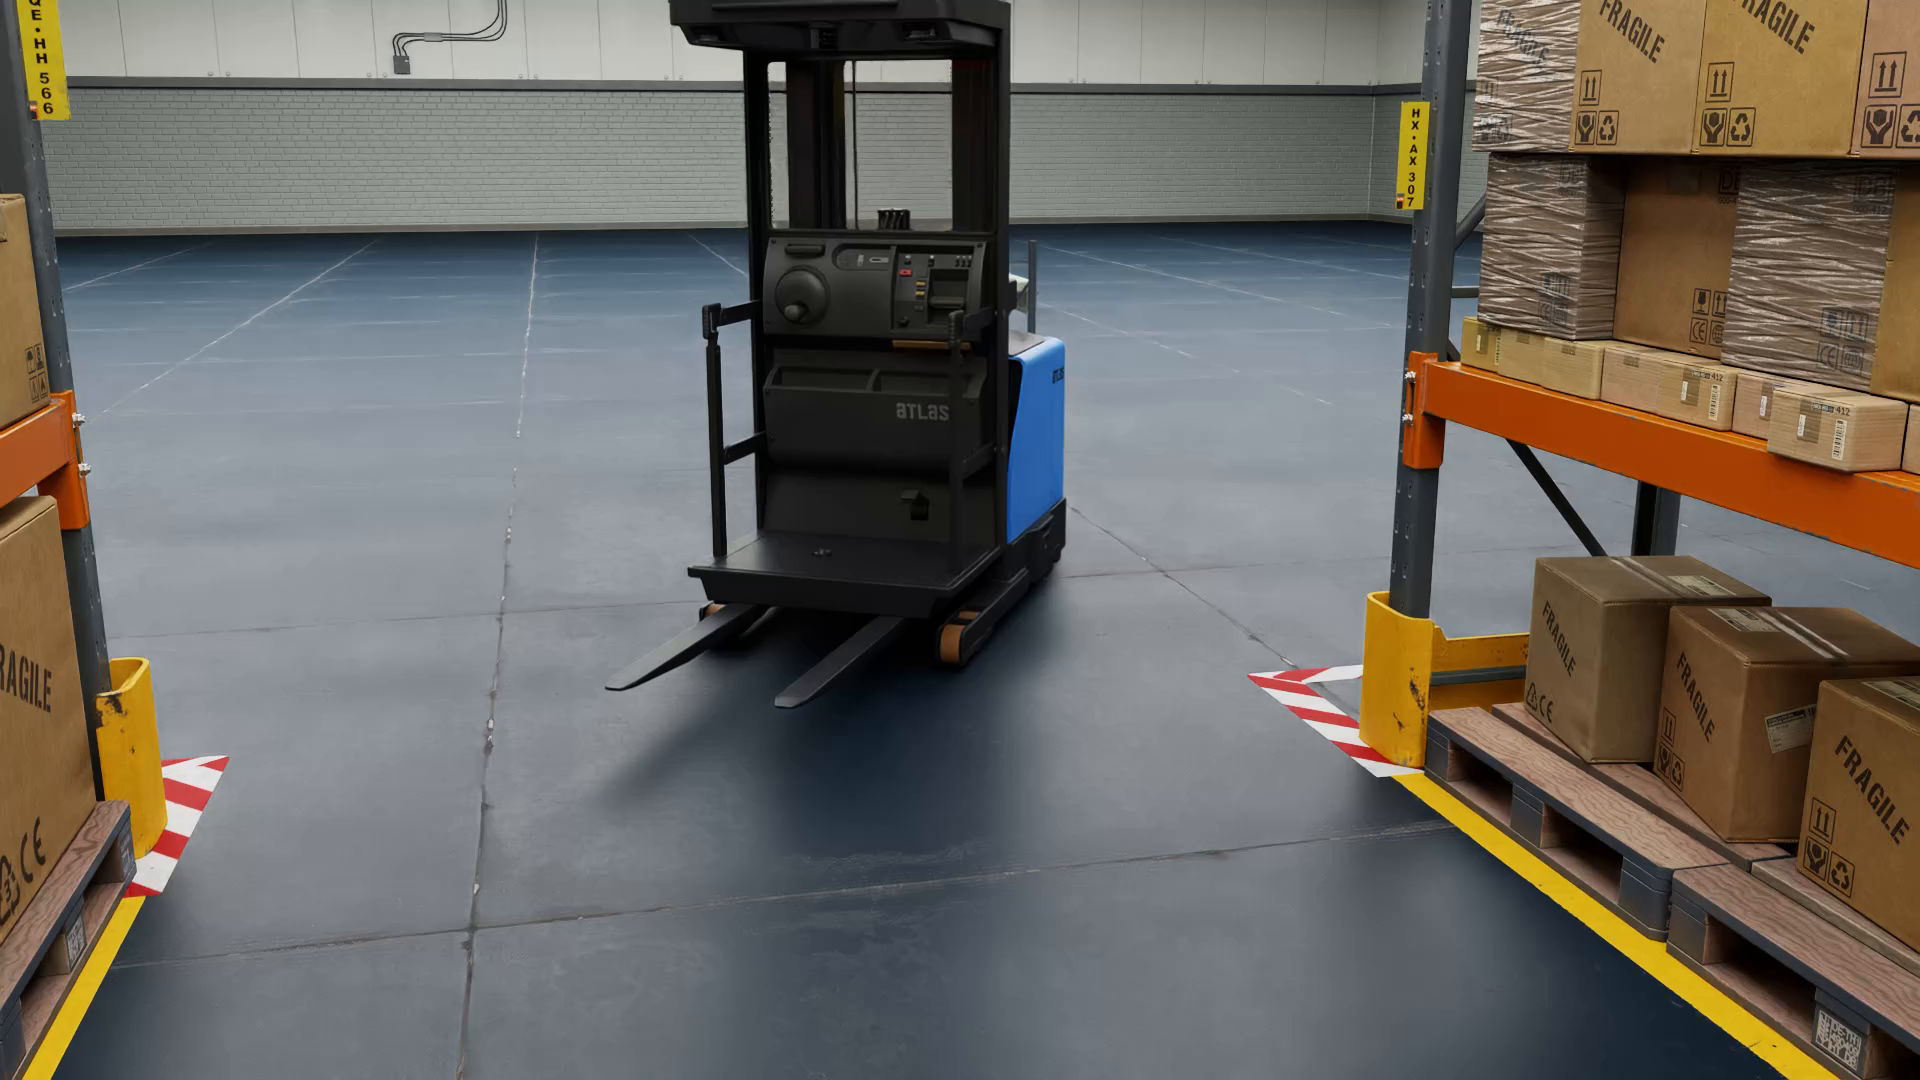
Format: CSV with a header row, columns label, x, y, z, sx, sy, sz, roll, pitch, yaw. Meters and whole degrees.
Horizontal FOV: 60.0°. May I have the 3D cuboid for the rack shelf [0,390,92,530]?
label,x,y,z,sx,sy,sz,roll,pitch,yaw
rack shelf,-2.438,0.260,2.557,1.077,0.370,4.000,-3,14,-13

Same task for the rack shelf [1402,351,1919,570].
label,x,y,z,sx,sy,sz,roll,pitch,yaw
rack shelf,2.407,0.007,3.593,1.077,0.370,4.000,-3,14,-13

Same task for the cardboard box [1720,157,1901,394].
label,x,y,z,sx,sy,sz,roll,pitch,yaw
cardboard box,2.349,-0.642,3.897,0.875,0.500,0.500,-3,14,-13

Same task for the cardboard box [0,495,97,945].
label,x,y,z,sx,sy,sz,roll,pitch,yaw
cardboard box,-2.684,0.430,3.937,0.875,0.875,0.875,-3,14,-13

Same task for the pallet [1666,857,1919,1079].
label,x,y,z,sx,sy,sz,roll,pitch,yaw
pallet,2.395,1.039,3.730,1.003,0.211,1.213,-3,14,-13

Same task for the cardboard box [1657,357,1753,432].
label,x,y,z,sx,sy,sz,roll,pitch,yaw
cardboard box,1.987,-0.371,4.153,0.380,0.149,0.250,-3,14,-13

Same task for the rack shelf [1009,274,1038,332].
label,x,y,z,sx,sy,sz,roll,pitch,yaw
rack shelf,0.090,-1.176,8.438,0.431,0.370,0.720,-3,14,-13

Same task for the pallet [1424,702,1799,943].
label,x,y,z,sx,sy,sz,roll,pitch,yaw
pallet,2.112,0.758,4.880,1.003,0.211,1.213,-3,14,-13

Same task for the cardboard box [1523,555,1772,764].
label,x,y,z,sx,sy,sz,roll,pitch,yaw
cardboard box,2.068,0.352,5.049,0.500,0.500,0.500,-1,14,-3

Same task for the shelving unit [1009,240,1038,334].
label,x,y,z,sx,sy,sz,roll,pitch,yaw
shelving unit,0.090,-0.797,8.530,0.431,1.500,0.755,-3,14,-13

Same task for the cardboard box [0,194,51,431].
label,x,y,z,sx,sy,sz,roll,pitch,yaw
cardboard box,-2.776,-0.540,4.002,0.875,0.550,0.550,-3,14,-13

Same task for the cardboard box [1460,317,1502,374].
label,x,y,z,sx,sy,sz,roll,pitch,yaw
cardboard box,1.773,-0.603,5.102,0.380,0.149,0.250,-3,14,-13

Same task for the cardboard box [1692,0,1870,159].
label,x,y,z,sx,sy,sz,roll,pitch,yaw
cardboard box,2.031,-1.109,3.703,0.500,0.500,0.500,-3,14,-13

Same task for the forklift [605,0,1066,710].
label,x,y,z,sx,sy,sz,roll,pitch,yaw
forklift,-0.411,-1.039,6.504,1.130,2.935,3.031,4,14,17

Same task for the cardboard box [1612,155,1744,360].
label,x,y,z,sx,sy,sz,roll,pitch,yaw
cardboard box,2.274,-0.760,4.378,0.875,0.500,0.500,-3,14,-13

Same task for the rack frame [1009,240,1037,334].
label,x,y,z,sx,sy,sz,roll,pitch,yaw
rack frame,0.173,-0.713,8.184,0.400,1.500,0.023,-3,14,-13

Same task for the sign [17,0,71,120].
label,x,y,z,sx,sy,sz,roll,pitch,yaw
sign,-2.377,-1.255,4.305,0.100,0.325,0.005,-3,14,-13

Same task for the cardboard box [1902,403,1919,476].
label,x,y,z,sx,sy,sz,roll,pitch,yaw
cardboard box,2.218,-0.201,3.458,0.380,0.149,0.250,-3,14,-13

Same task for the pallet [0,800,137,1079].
label,x,y,z,sx,sy,sz,roll,pitch,yaw
pallet,-2.644,0.984,3.954,1.003,0.211,1.213,-3,14,-13

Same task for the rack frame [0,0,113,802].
label,x,y,z,sx,sy,sz,roll,pitch,yaw
rack frame,-2.908,-0.550,4.360,1.000,3.000,0.127,-3,14,-13

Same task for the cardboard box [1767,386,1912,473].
label,x,y,z,sx,sy,sz,roll,pitch,yaw
cardboard box,2.031,-0.251,3.664,0.380,0.149,0.250,-3,14,-13

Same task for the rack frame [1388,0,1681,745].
label,x,y,z,sx,sy,sz,roll,pitch,yaw
rack frame,1.937,-0.804,5.396,1.000,3.000,0.127,-3,14,-13

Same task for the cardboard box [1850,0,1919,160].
label,x,y,z,sx,sy,sz,roll,pitch,yaw
cardboard box,2.154,-0.994,3.232,0.500,0.500,0.500,-3,14,-13

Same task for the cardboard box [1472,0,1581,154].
label,x,y,z,sx,sy,sz,roll,pitch,yaw
cardboard box,1.802,-1.340,4.649,0.500,0.500,0.500,-3,14,-13

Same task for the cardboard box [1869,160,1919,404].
label,x,y,z,sx,sy,sz,roll,pitch,yaw
cardboard box,2.455,-0.526,3.422,0.875,0.500,0.500,-3,14,-13

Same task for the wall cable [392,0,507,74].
label,x,y,z,sx,sy,sz,roll,pitch,yaw
wall cable,-10.453,-12.529,33.583,2.305,6.003,0.169,-3,14,-13

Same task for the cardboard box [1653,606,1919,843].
label,x,y,z,sx,sy,sz,roll,pitch,yaw
cardboard box,2.241,0.488,4.493,0.500,0.500,0.500,0,14,2

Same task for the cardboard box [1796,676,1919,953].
label,x,y,z,sx,sy,sz,roll,pitch,yaw
cardboard box,2.370,0.633,3.897,0.500,0.500,0.500,-2,14,-8

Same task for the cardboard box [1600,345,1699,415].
label,x,y,z,sx,sy,sz,roll,pitch,yaw
cardboard box,1.936,-0.429,4.391,0.380,0.149,0.250,-3,14,-13

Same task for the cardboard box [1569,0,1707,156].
label,x,y,z,sx,sy,sz,roll,pitch,yaw
cardboard box,1.912,-1.225,4.175,0.500,0.500,0.500,-3,14,-13

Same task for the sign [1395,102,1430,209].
label,x,y,z,sx,sy,sz,roll,pitch,yaw
sign,1.410,-1.194,5.169,0.100,0.325,0.005,-3,14,-13

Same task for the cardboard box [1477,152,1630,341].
label,x,y,z,sx,sy,sz,roll,pitch,yaw
cardboard box,2.040,-0.868,4.823,0.875,0.500,0.500,-3,14,-13

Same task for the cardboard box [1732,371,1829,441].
label,x,y,z,sx,sy,sz,roll,pitch,yaw
cardboard box,2.073,-0.315,3.924,0.380,0.149,0.250,-3,14,-13

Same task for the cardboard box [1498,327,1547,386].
label,x,y,z,sx,sy,sz,roll,pitch,yaw
cardboard box,1.813,-0.544,4.862,0.380,0.149,0.250,-3,14,-13

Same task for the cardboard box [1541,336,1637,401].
label,x,y,z,sx,sy,sz,roll,pitch,yaw
cardboard box,1.857,-0.485,4.622,0.380,0.149,0.250,-3,14,-13

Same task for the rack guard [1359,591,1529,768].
label,x,y,z,sx,sy,sz,roll,pitch,yaw
rack guard,1.955,0.428,5.621,1.175,0.500,0.348,-3,14,-13

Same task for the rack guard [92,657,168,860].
label,x,y,z,sx,sy,sz,roll,pitch,yaw
rack guard,-2.913,0.658,4.679,1.175,0.500,0.348,-3,14,-13
